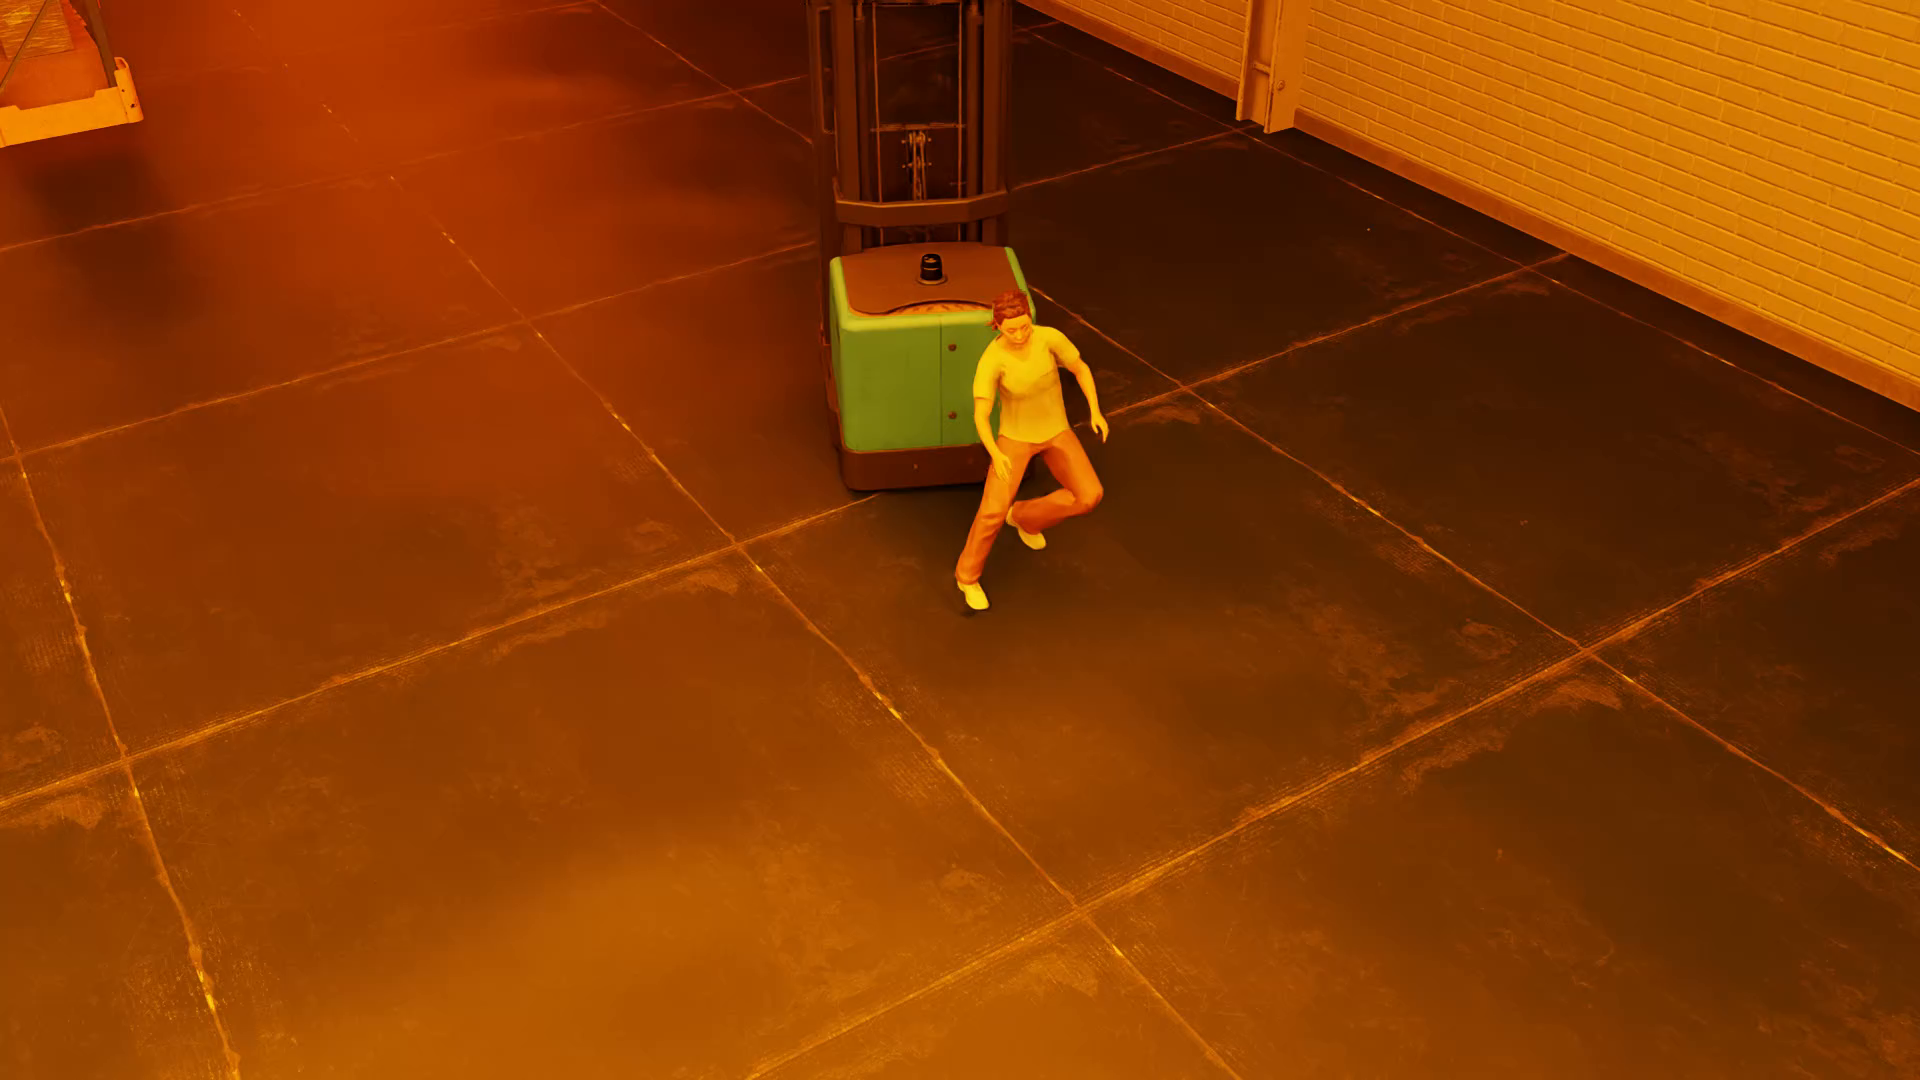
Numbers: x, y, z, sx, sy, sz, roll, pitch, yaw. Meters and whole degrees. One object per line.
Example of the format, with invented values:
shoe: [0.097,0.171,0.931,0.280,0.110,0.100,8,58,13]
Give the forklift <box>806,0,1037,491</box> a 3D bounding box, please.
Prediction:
forklift: [-0.300,-2.301,9.423,1.130,2.935,3.031,-4,35,-6]

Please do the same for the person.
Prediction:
person: [0.328,-0.455,8.025,0.760,1.512,0.689,-9,36,-13]
